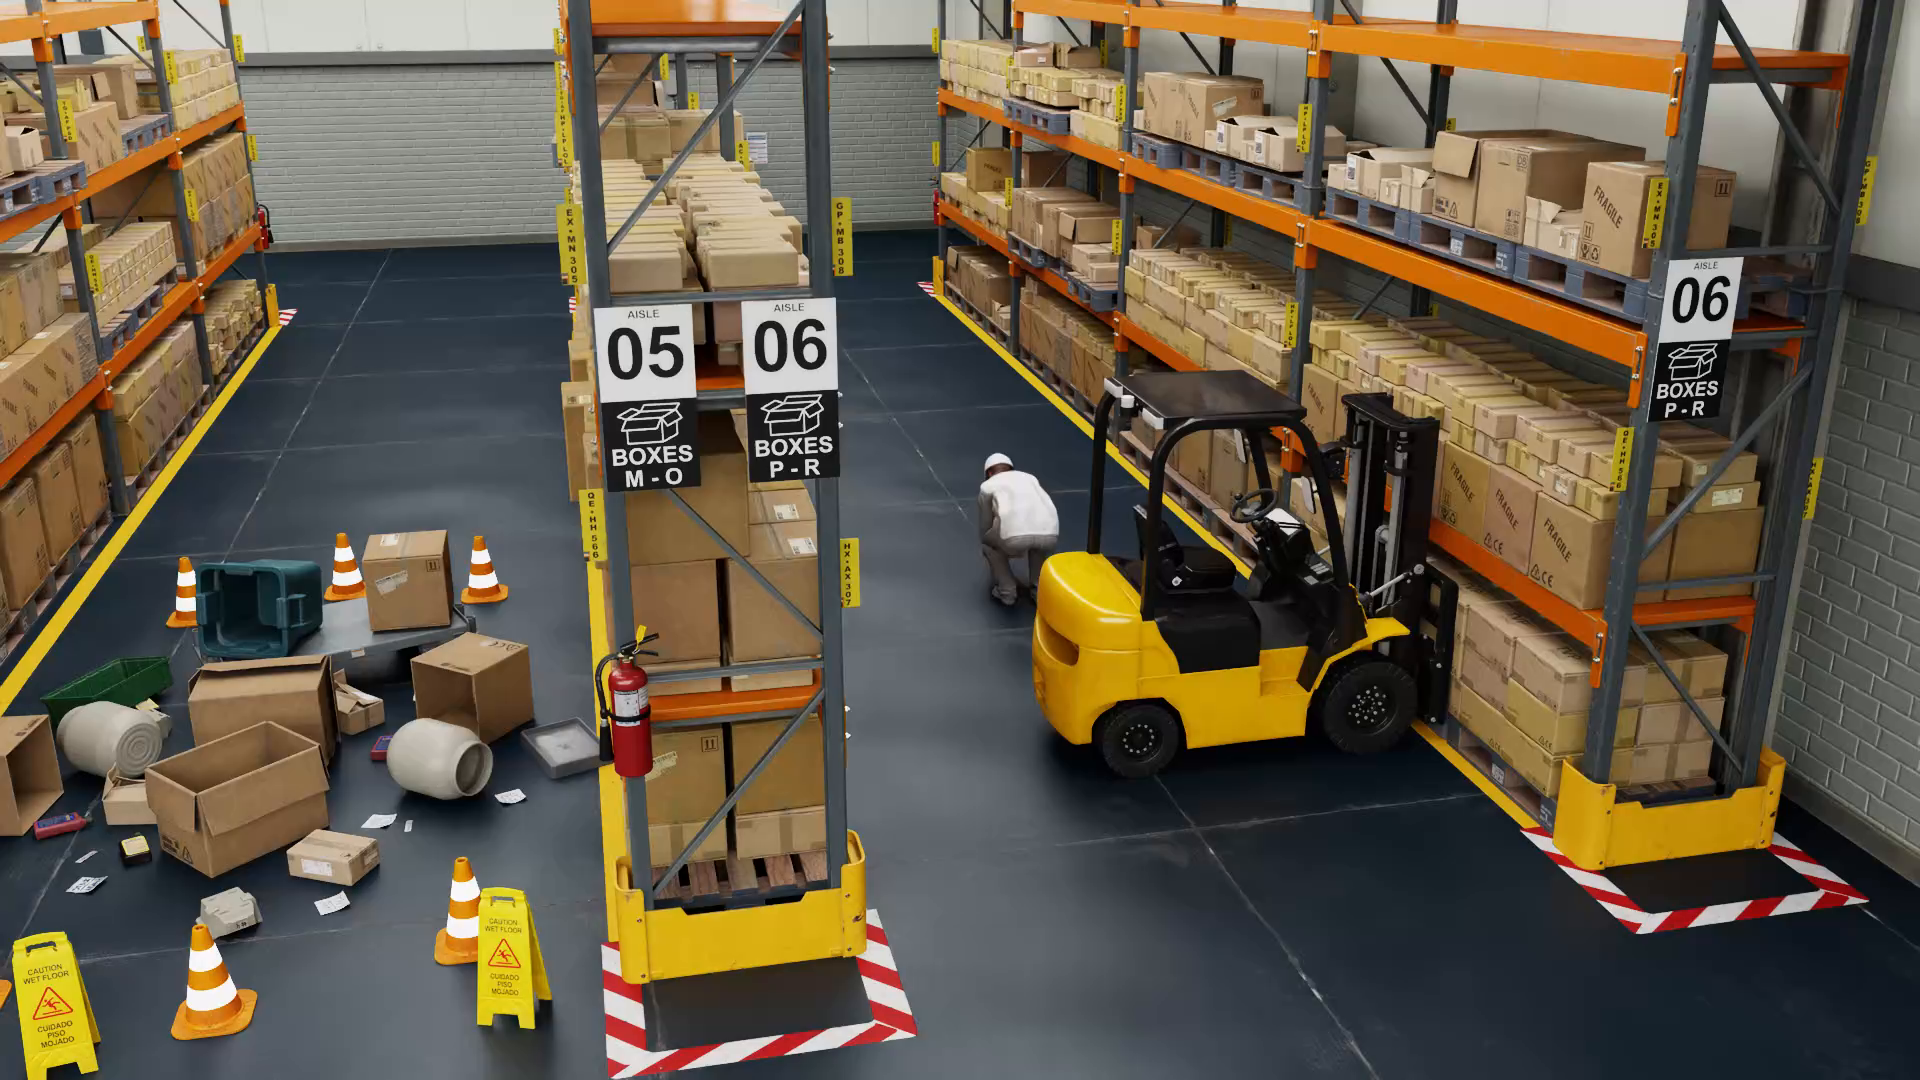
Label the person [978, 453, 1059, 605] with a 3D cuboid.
[{"bbox_3d":[0.414,-0.068,12.403,0.506,0.992,0.952,-5,20,-14],"label":"person"}]
